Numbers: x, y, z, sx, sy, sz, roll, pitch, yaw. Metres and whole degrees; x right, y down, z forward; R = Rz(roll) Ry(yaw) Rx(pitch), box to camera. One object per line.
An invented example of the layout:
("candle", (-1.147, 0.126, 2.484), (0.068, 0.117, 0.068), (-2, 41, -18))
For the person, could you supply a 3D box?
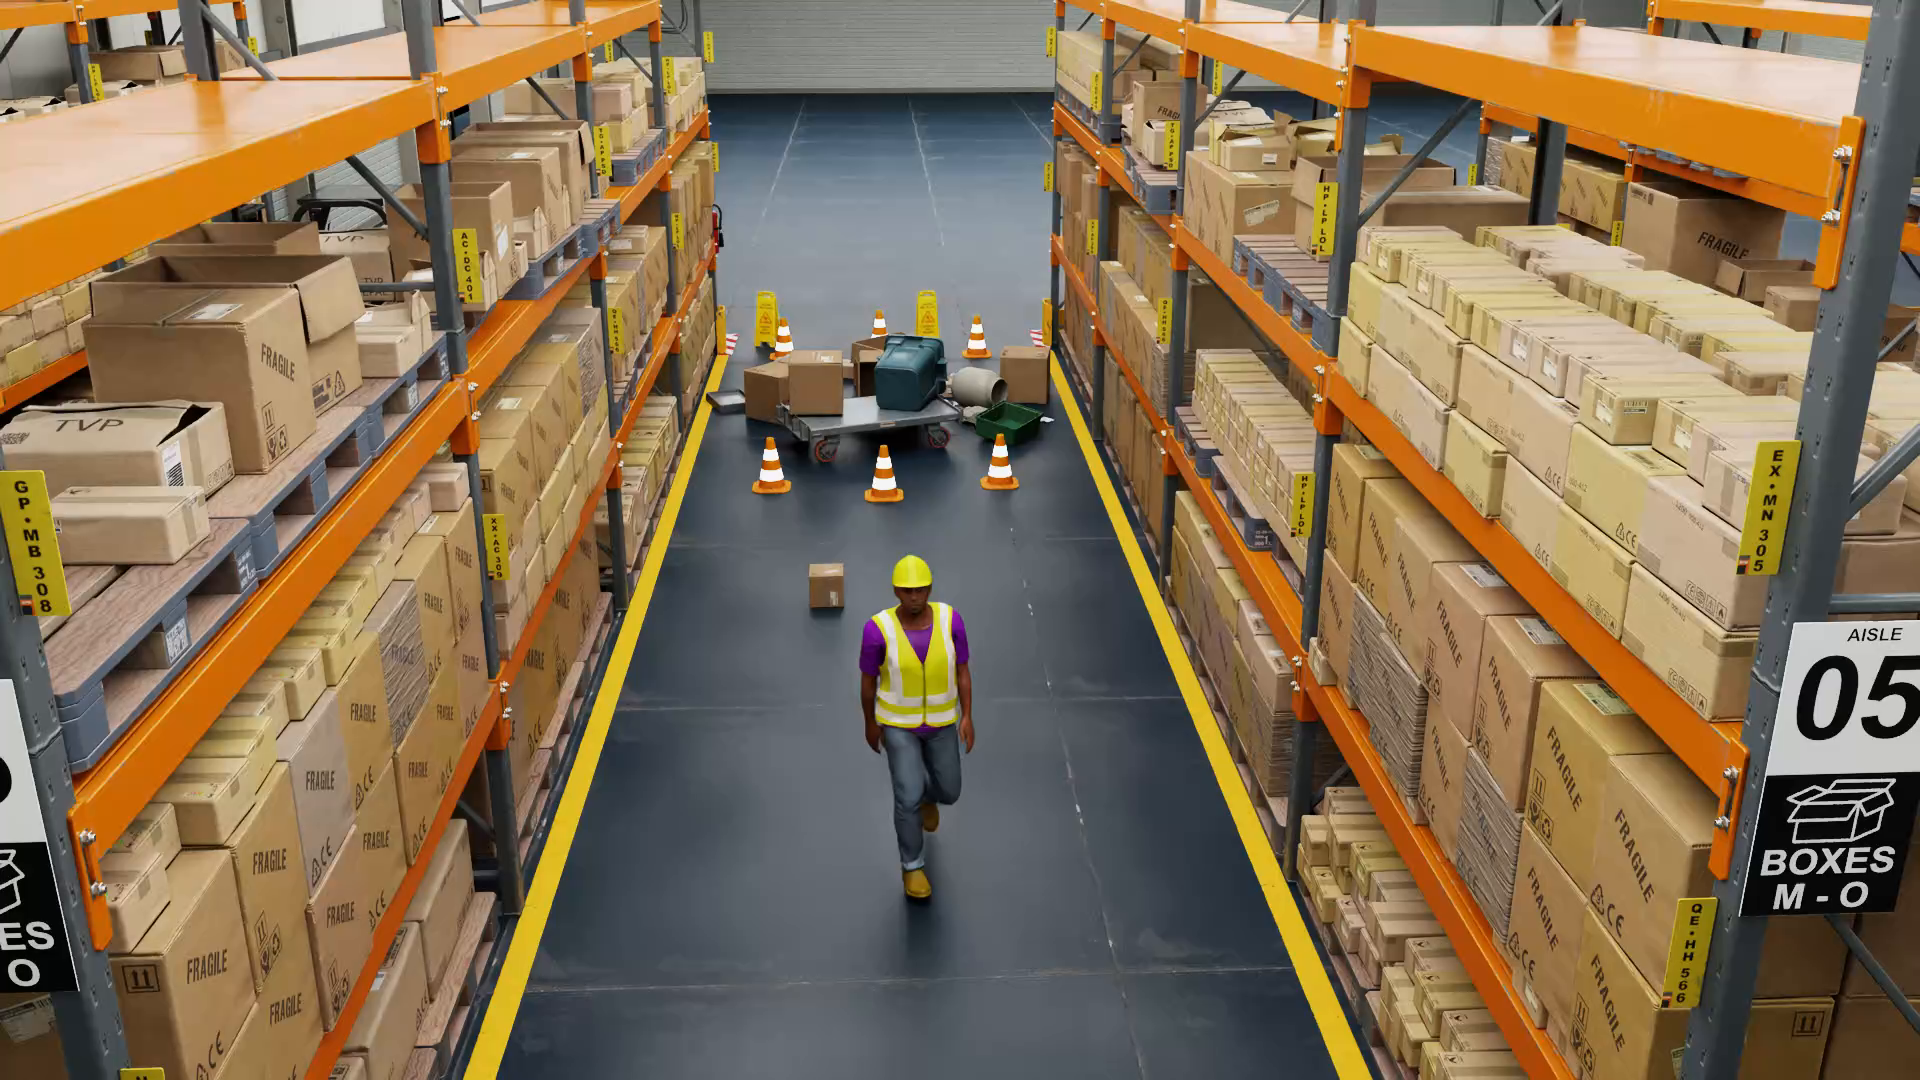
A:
("person", (-0.223, 0.906, 8.544), (0.563, 1.747, 0.762), (-6, 21, -16))
